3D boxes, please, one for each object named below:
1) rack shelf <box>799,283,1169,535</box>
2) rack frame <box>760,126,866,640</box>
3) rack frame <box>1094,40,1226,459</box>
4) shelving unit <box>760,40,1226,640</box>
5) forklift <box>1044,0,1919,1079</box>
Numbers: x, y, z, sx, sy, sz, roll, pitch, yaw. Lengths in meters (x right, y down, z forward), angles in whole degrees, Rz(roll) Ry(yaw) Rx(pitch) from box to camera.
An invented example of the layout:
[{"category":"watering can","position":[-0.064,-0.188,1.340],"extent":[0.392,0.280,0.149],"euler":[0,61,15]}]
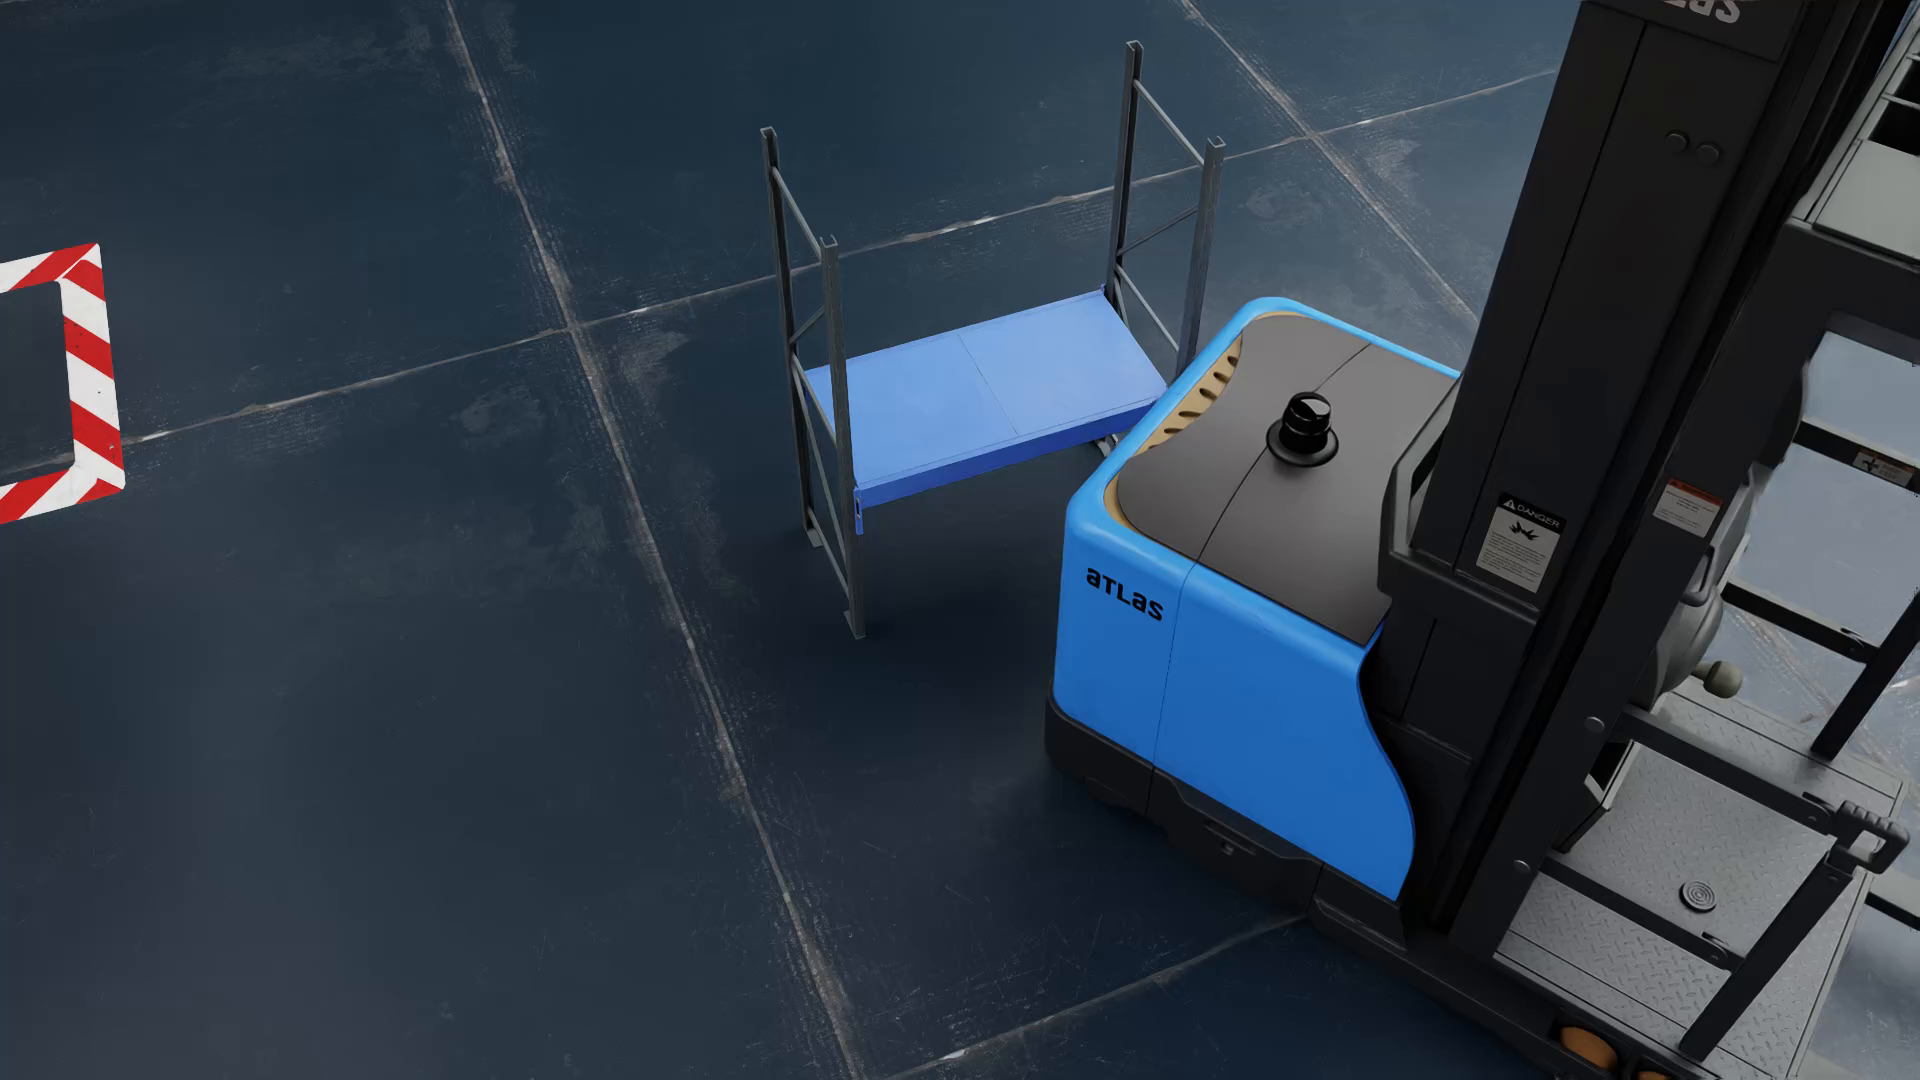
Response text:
[{"category":"rack shelf","position":[0.079,-0.396,4.839],"extent":[1.000,0.185,0.538],"euler":[-17,52,-14]},{"category":"rack frame","position":[-0.392,-0.367,4.577],"extent":[0.032,1.500,0.500],"euler":[-17,52,-14]},{"category":"rack frame","position":[0.550,-0.659,4.827],"extent":[0.032,1.500,0.500],"euler":[-17,52,-14]},{"category":"shelving unit","position":[0.079,-0.513,4.702],"extent":[1.048,1.500,0.538],"euler":[-17,52,-14]},{"category":"forklift","position":[1.733,0.018,3.303],"extent":[3.031,2.935,1.130],"euler":[28,55,22]}]
